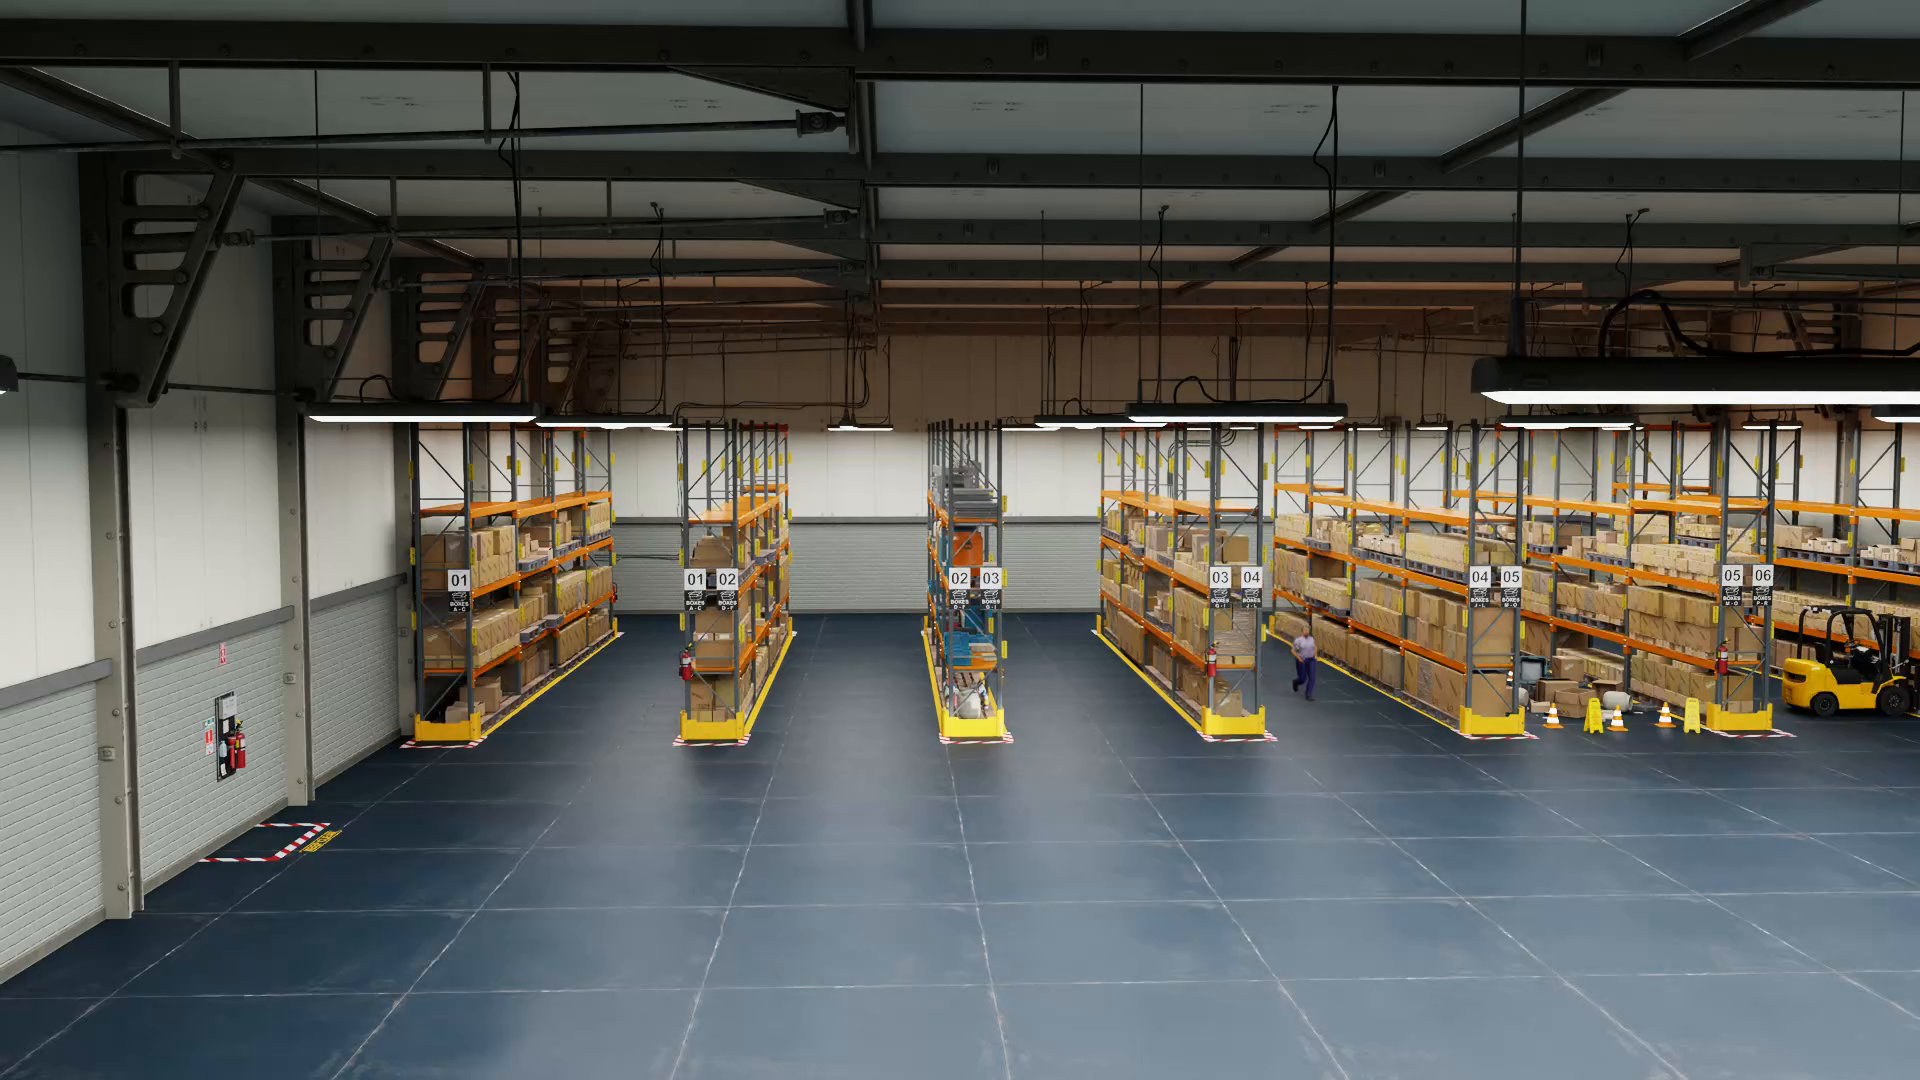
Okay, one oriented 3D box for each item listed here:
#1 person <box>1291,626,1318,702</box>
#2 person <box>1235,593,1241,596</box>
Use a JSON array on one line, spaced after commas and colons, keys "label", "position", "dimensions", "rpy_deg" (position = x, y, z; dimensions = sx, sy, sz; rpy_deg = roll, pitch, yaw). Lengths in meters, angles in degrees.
[{"label": "person", "position": [7.442, 2.640, 35.767], "dimensions": [0.622, 1.605, 0.764], "rpy_deg": [-1, 4, -12]}, {"label": "person", "position": [7.796, 1.954, 45.910], "dimensions": [0.594, 1.660, 0.853], "rpy_deg": [0, 4, 4]}]
